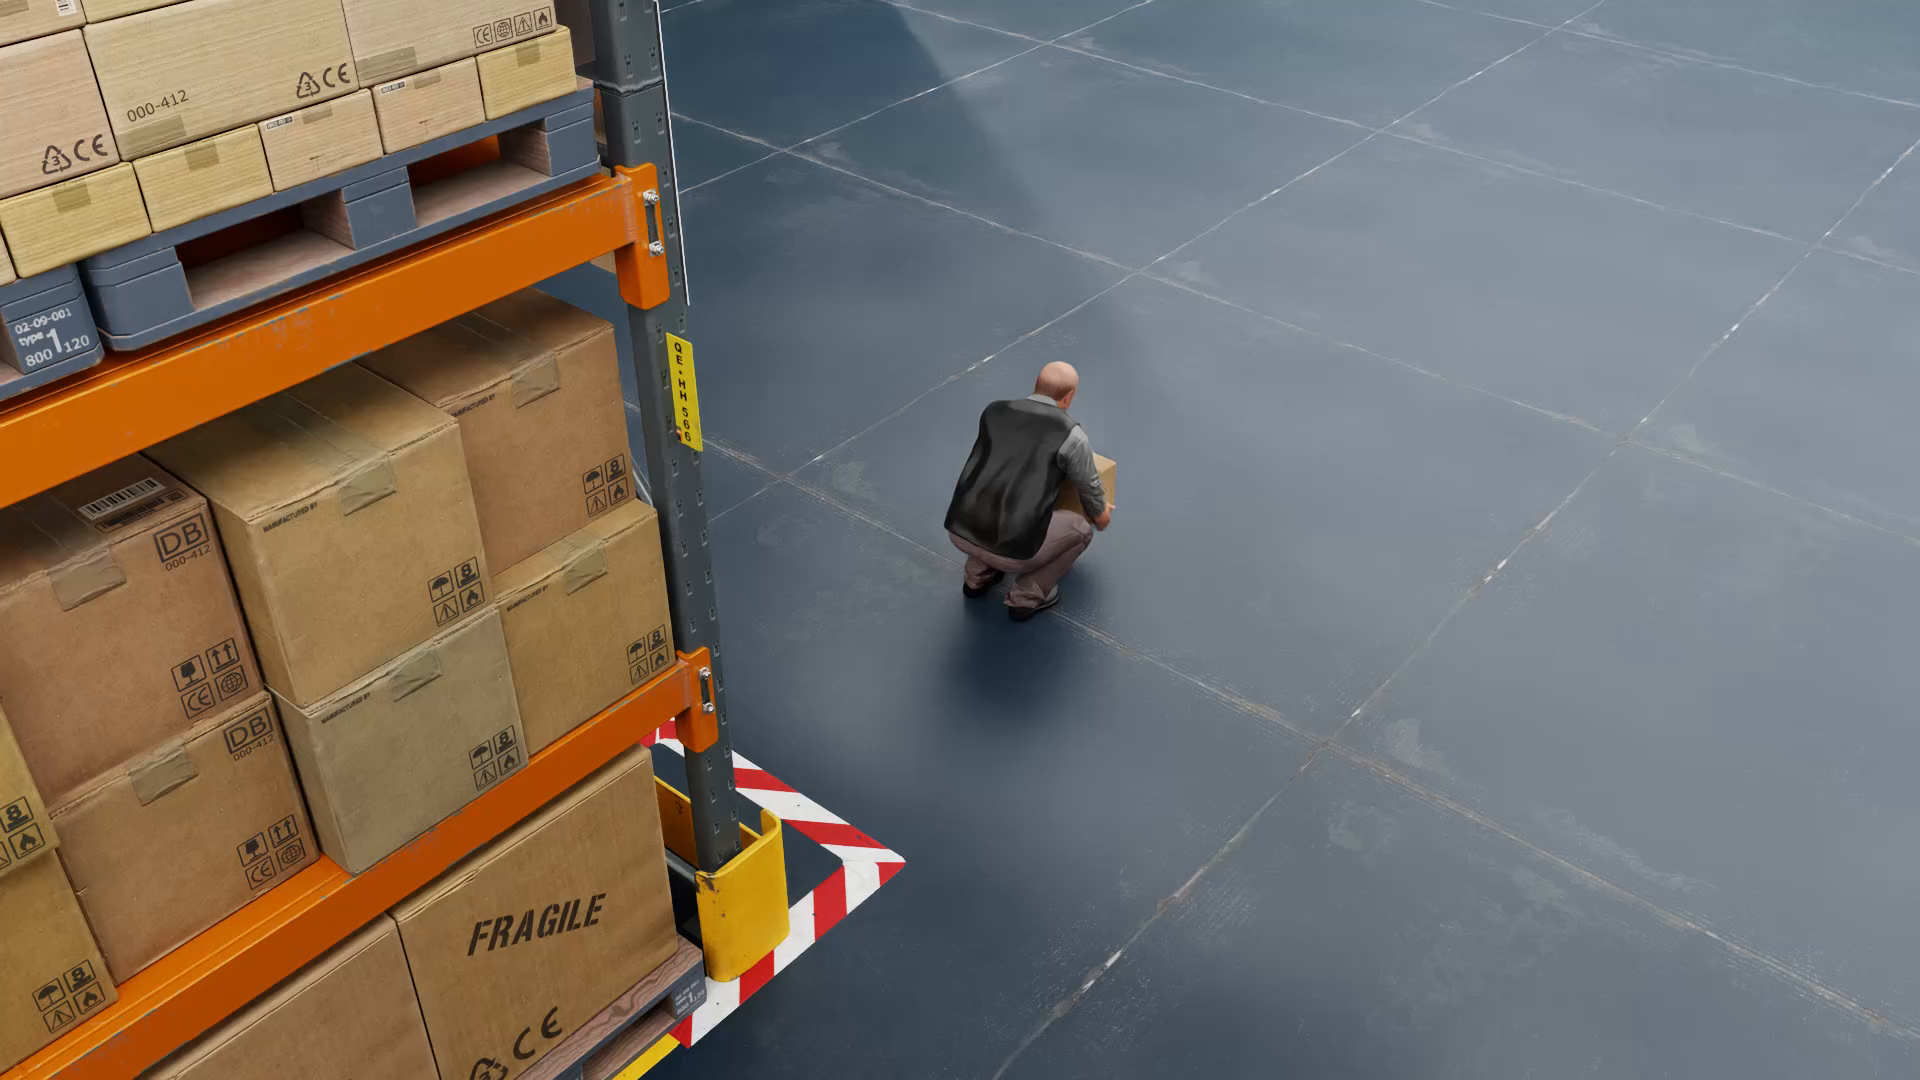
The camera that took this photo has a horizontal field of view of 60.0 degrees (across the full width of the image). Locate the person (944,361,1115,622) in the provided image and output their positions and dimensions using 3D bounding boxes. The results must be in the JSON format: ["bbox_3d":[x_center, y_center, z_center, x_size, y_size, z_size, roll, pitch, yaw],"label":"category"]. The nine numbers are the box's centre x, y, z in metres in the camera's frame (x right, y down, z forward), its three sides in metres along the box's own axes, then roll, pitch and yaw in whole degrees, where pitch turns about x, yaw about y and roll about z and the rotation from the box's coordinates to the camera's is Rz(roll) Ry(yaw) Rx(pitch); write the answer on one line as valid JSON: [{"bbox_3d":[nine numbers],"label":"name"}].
[{"bbox_3d":[0.300,-0.220,7.152,0.525,0.974,0.869,25,42,31],"label":"person"}]
